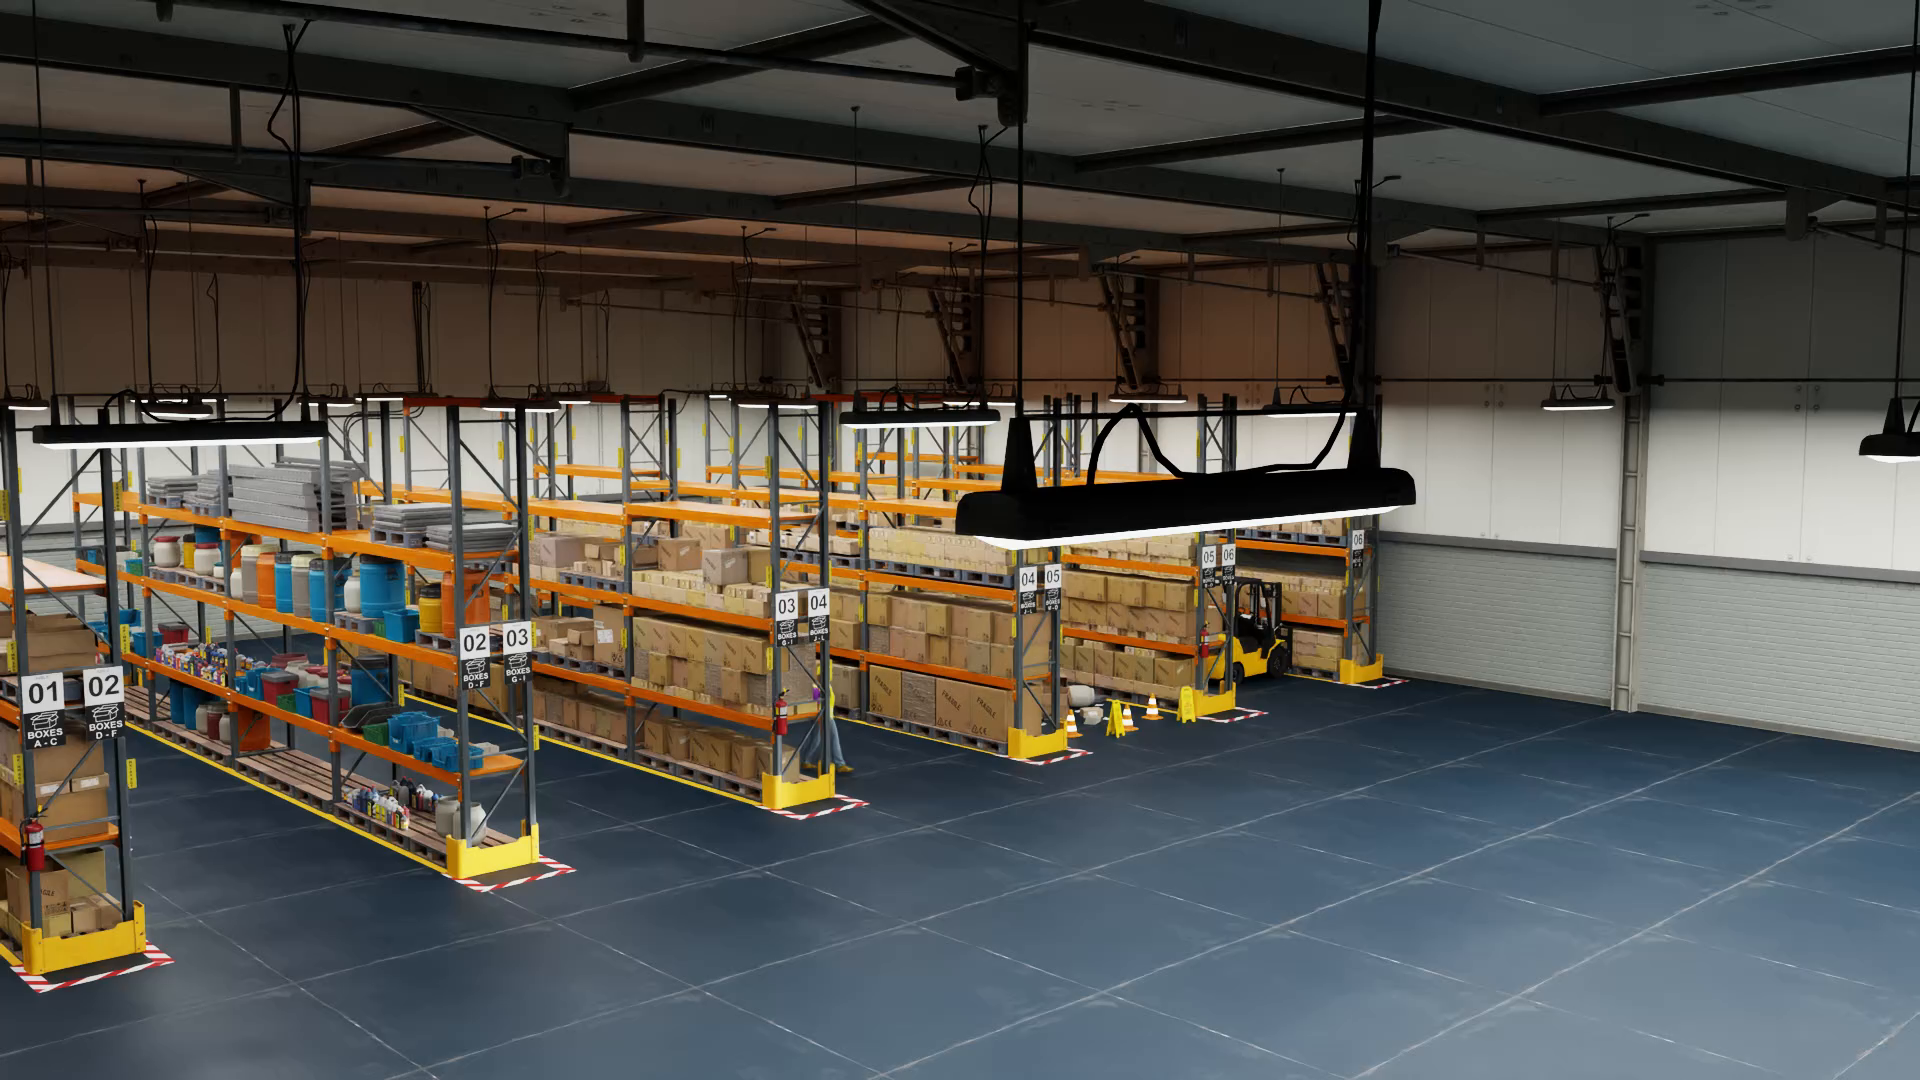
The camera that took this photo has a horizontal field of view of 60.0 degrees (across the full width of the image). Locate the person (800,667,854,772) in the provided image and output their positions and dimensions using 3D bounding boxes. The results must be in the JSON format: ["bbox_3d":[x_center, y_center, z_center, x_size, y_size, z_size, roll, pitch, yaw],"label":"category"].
[{"bbox_3d":[-2.139,2.877,26.763,1.023,1.703,0.584,3,7,32],"label":"person"}]

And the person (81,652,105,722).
[{"bbox_3d":[-15.579,2.594,29.772,0.525,1.716,1.091,-3,6,-28],"label":"person"}]
